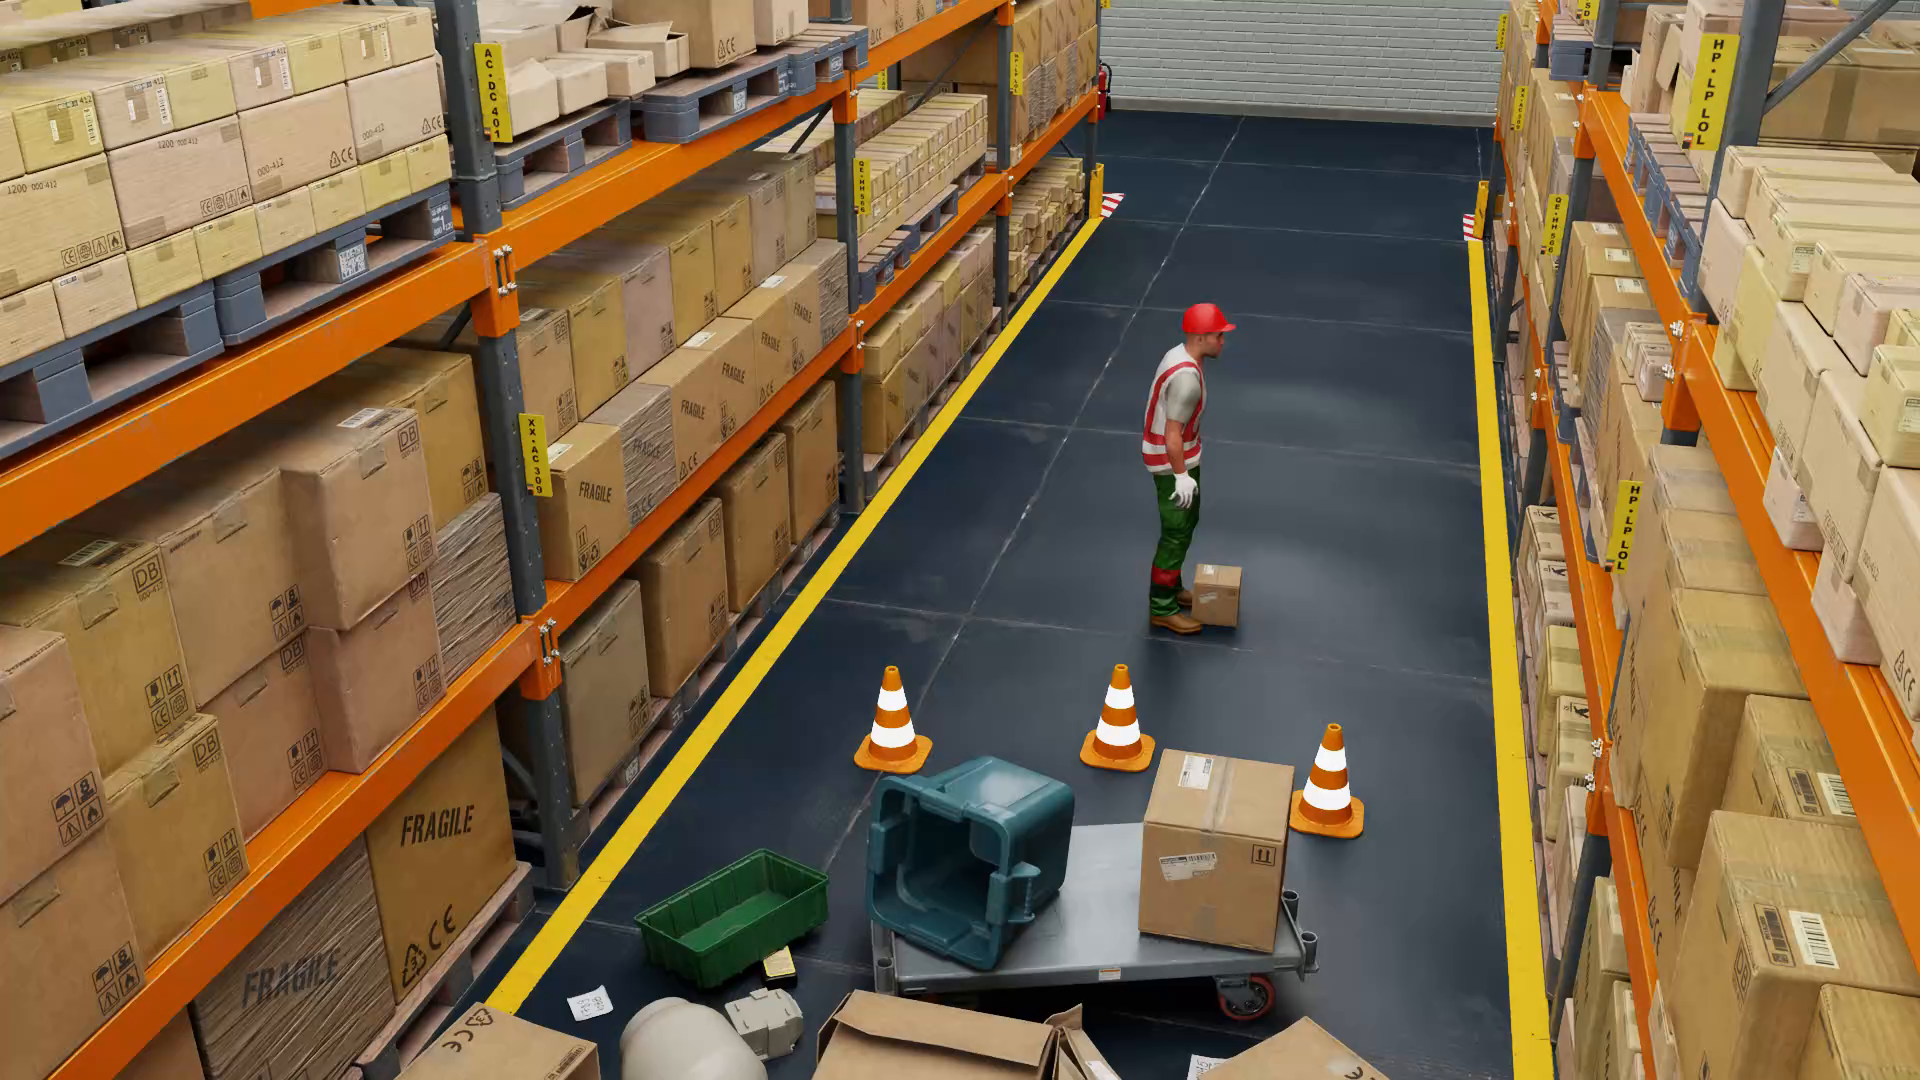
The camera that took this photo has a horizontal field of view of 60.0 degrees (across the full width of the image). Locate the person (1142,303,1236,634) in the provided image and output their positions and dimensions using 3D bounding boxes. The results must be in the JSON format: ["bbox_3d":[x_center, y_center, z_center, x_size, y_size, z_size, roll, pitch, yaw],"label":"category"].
[{"bbox_3d":[1.206,-0.410,8.967,0.452,1.778,0.618,5,25,10],"label":"person"}]
